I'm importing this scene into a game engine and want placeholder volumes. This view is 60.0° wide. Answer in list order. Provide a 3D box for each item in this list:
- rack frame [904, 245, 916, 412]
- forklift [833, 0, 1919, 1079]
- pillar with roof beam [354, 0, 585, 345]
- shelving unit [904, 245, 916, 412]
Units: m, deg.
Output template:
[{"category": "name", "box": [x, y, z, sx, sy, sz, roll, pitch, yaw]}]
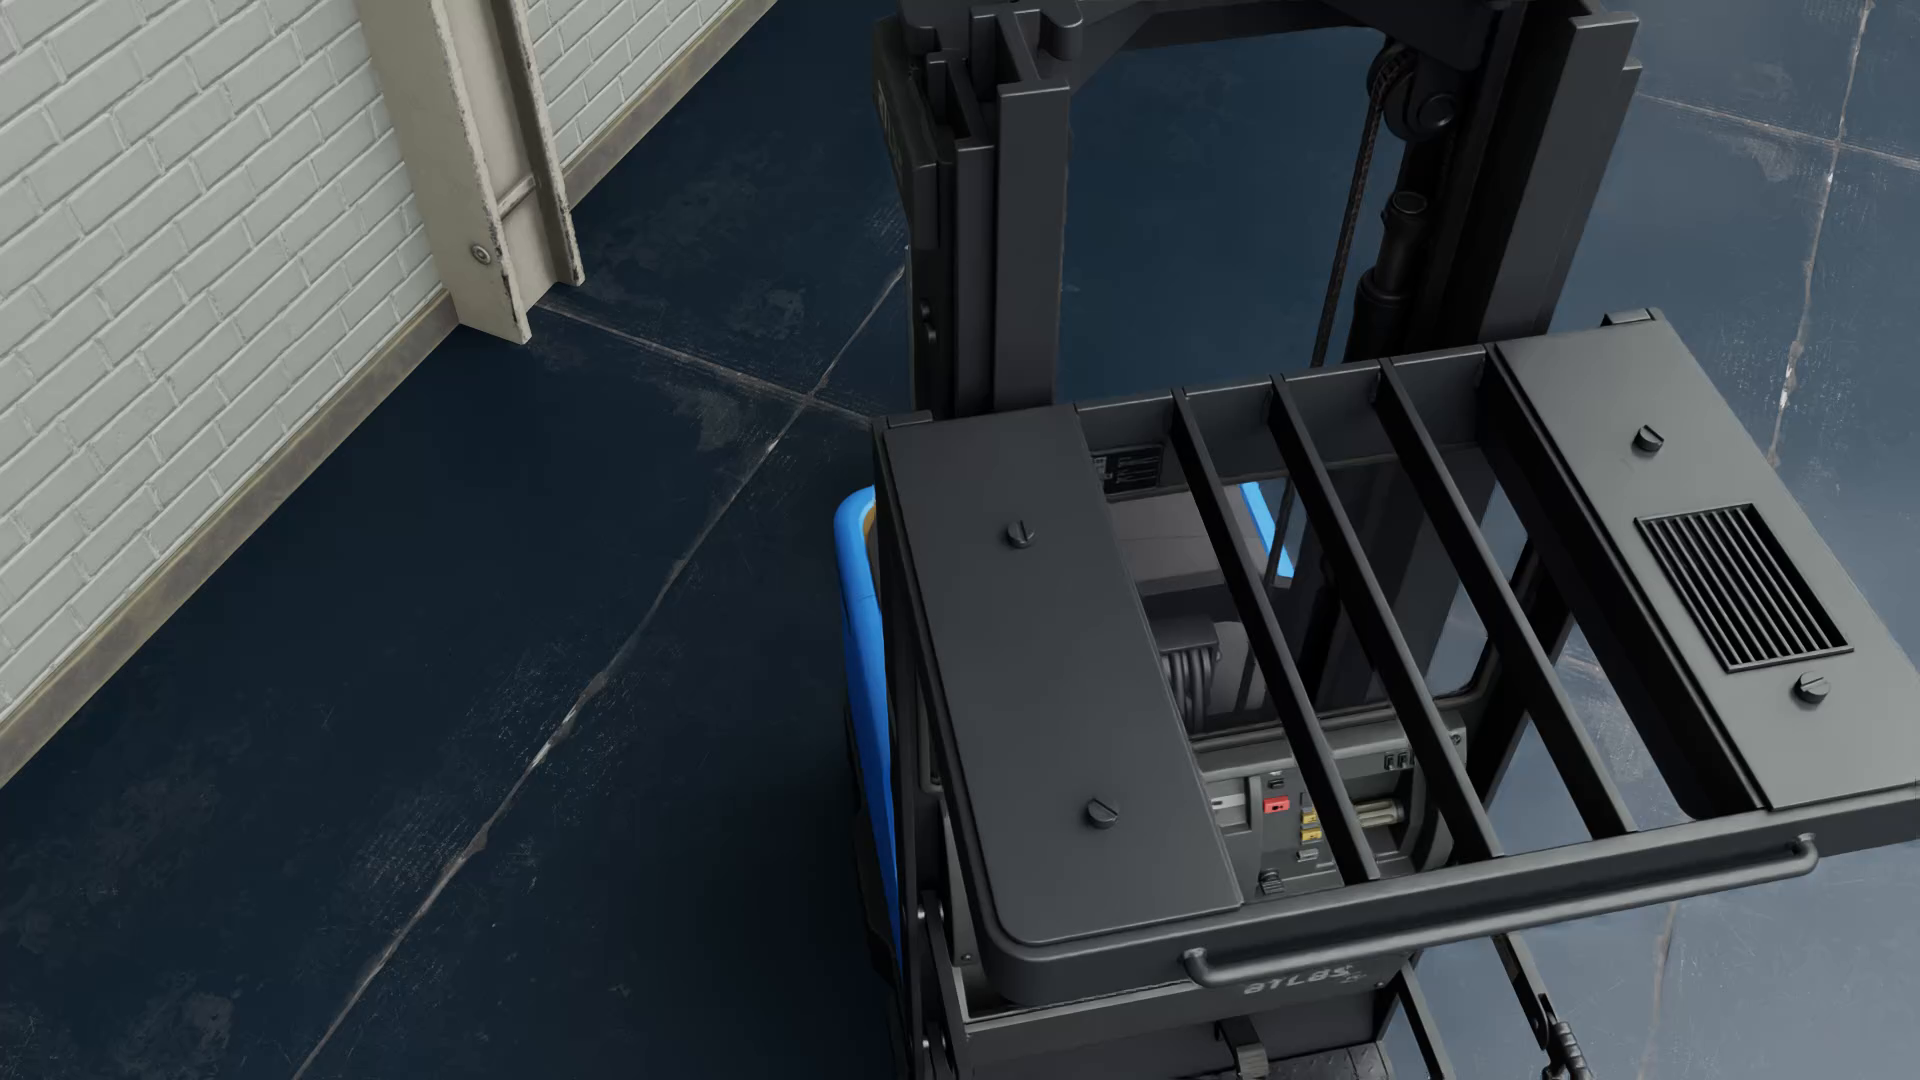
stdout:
[{"category": "rack frame", "box": [-0.034, -0.335, 4.747, 0.240, 1.200, 0.015, 20, 52, 16]}, {"category": "forklift", "box": [0.477, 0.658, 2.766, 1.130, 2.935, 3.031, -9, 50, -7]}, {"category": "pillar with roof beam", "box": [2.307, -2.386, 1.371, 9.100, 9.000, 0.400, 20, 52, 16]}, {"category": "shelving unit", "box": [0.071, -0.503, 4.890, 0.258, 1.200, 0.503, 20, 52, 16]}]
